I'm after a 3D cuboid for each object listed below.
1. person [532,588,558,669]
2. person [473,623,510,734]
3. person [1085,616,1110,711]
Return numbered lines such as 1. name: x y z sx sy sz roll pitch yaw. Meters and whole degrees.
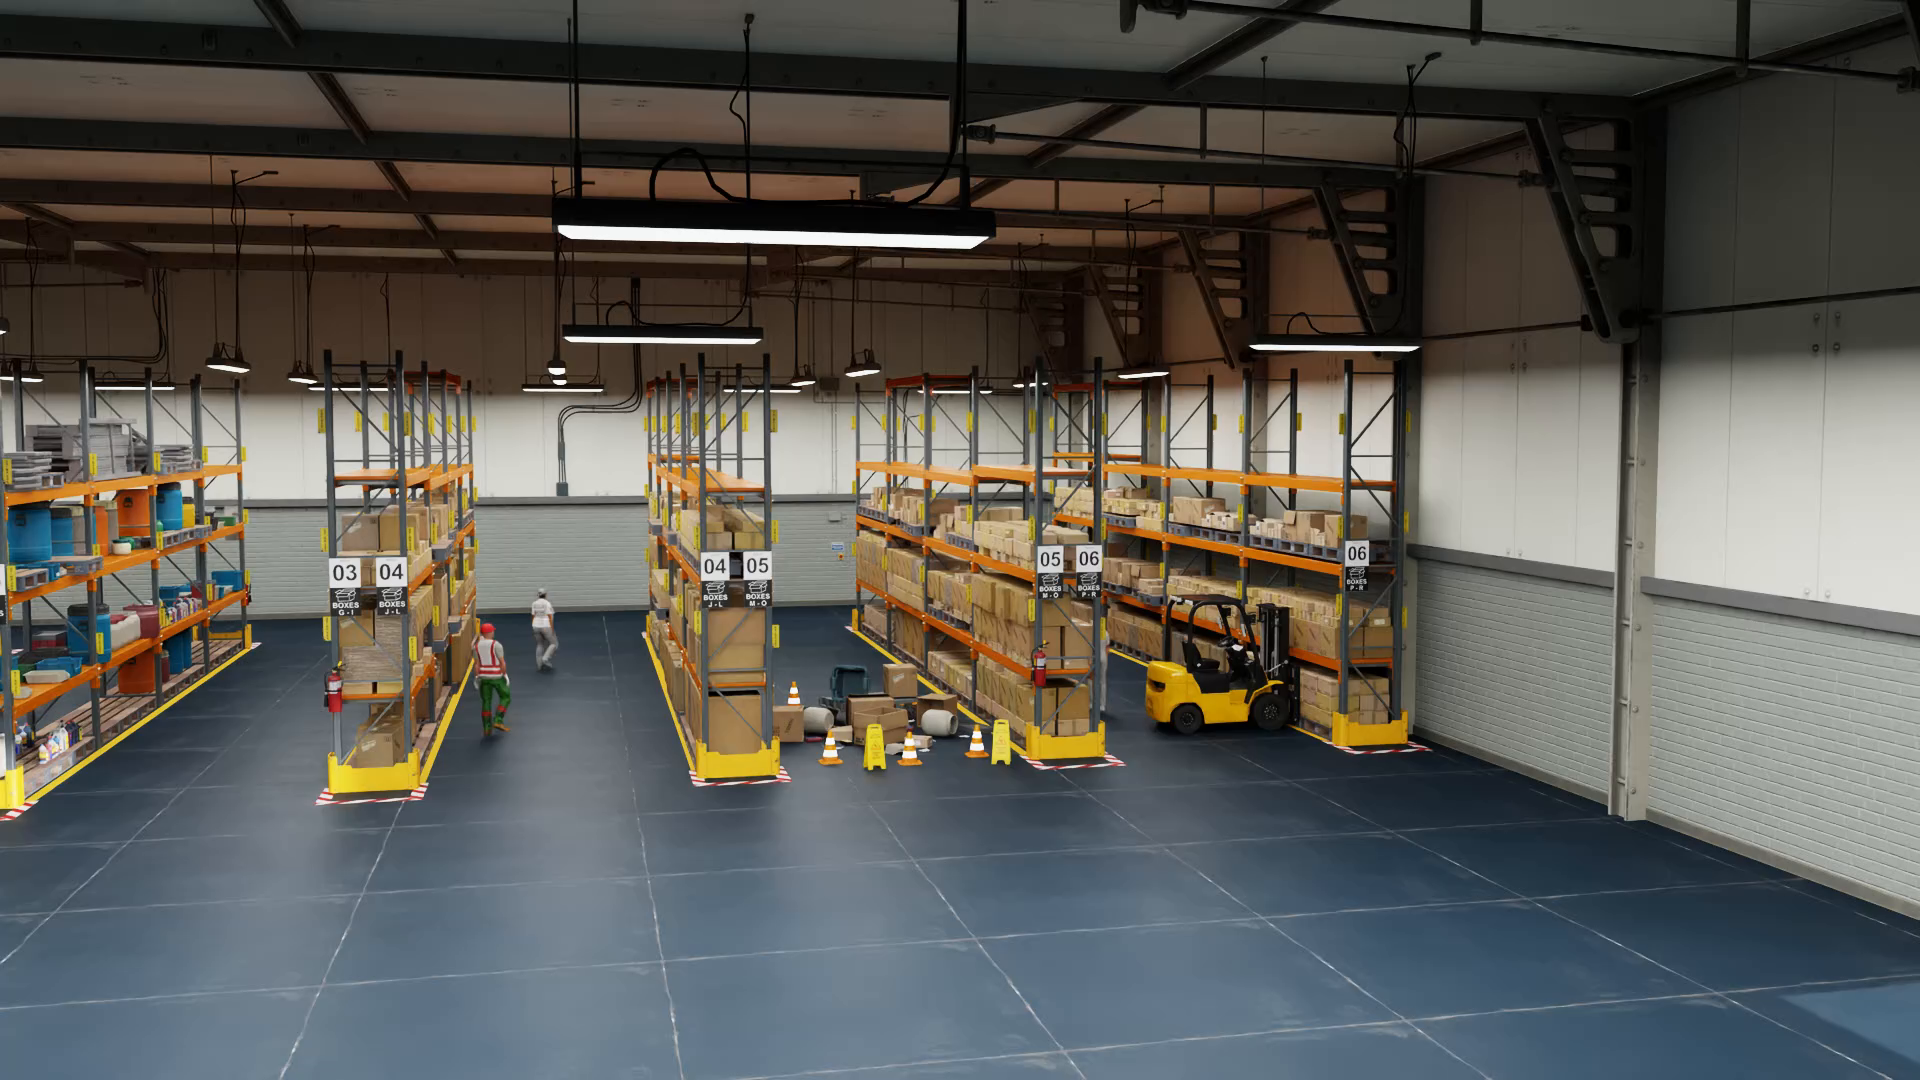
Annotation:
1. person: -8.507 1.816 33.930 0.532 1.663 0.498 2 4 22
2. person: -7.562 2.231 26.835 0.650 1.775 0.441 1 4 11
3. person: 2.426 2.175 29.078 0.455 1.715 0.595 -1 4 -17
